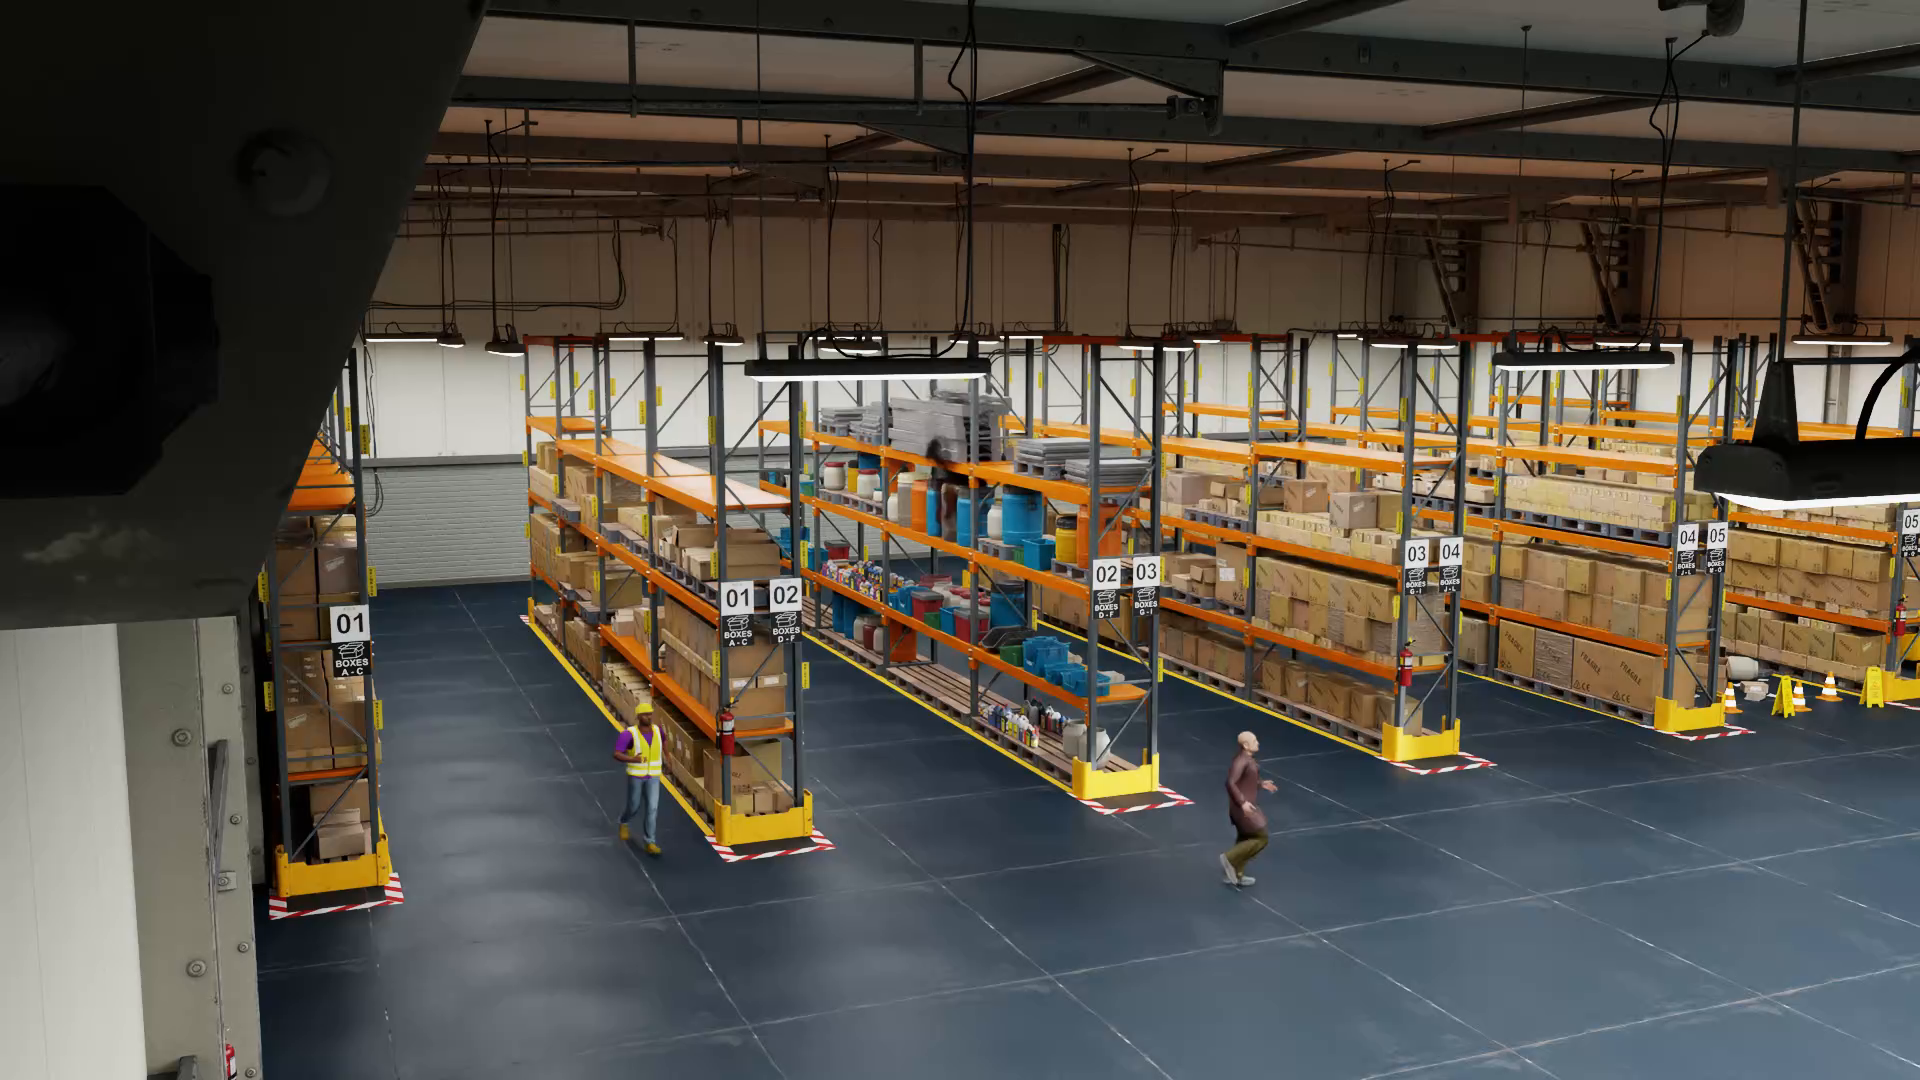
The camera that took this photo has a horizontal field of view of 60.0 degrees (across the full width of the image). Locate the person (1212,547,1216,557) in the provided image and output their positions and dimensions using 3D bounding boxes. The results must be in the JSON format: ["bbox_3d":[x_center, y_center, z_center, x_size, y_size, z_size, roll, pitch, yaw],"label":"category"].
[{"bbox_3d":[6.418,0.025,41.300,0.710,1.644,0.534,-6,9,-37],"label":"person"}]

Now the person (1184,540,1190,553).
[{"bbox_3d":[5.726,-0.050,41.929,0.557,1.664,0.593,-4,9,-30],"label":"person"}]

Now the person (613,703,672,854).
[{"bbox_3d":[-3.756,2.821,19.879,0.750,1.725,0.970,-4,9,-27],"label":"person"}]

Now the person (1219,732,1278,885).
[{"bbox_3d":[3.233,3.006,18.639,0.650,1.735,0.692,1,8,6],"label":"person"}]
